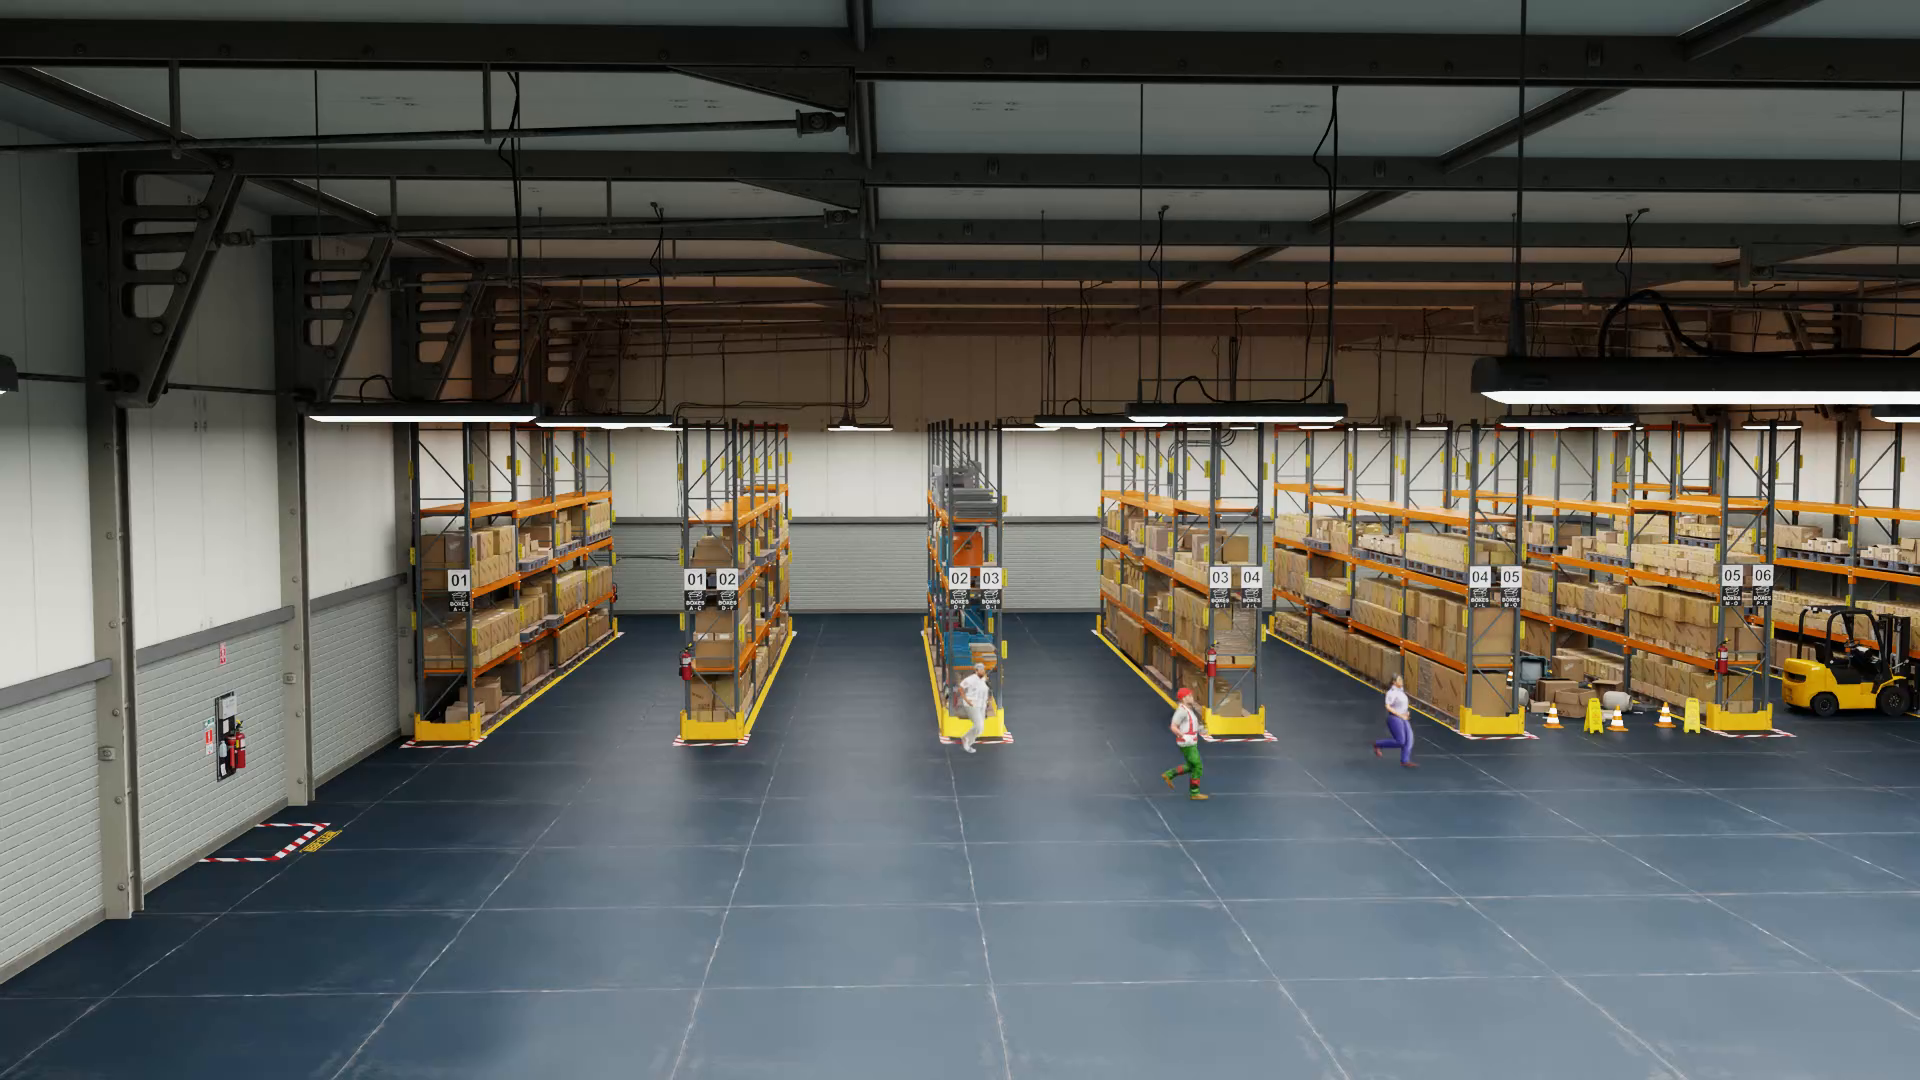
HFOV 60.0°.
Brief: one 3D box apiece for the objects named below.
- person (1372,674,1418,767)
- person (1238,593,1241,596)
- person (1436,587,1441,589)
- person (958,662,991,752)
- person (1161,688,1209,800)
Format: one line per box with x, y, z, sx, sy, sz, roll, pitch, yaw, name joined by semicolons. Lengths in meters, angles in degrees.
7.515;3.098;28.604;0.769;1.603;0.621;2;4;32;person
7.815;1.955;45.173;0.664;1.709;0.944;0;4;-5;person
14.418;1.674;49.420;0.923;1.766;0.763;1;4;18;person
0.305;3.005;29.885;0.548;1.616;0.647;3;5;42;person
3.519;3.182;26.025;0.786;1.750;0.663;1;4;21;person
